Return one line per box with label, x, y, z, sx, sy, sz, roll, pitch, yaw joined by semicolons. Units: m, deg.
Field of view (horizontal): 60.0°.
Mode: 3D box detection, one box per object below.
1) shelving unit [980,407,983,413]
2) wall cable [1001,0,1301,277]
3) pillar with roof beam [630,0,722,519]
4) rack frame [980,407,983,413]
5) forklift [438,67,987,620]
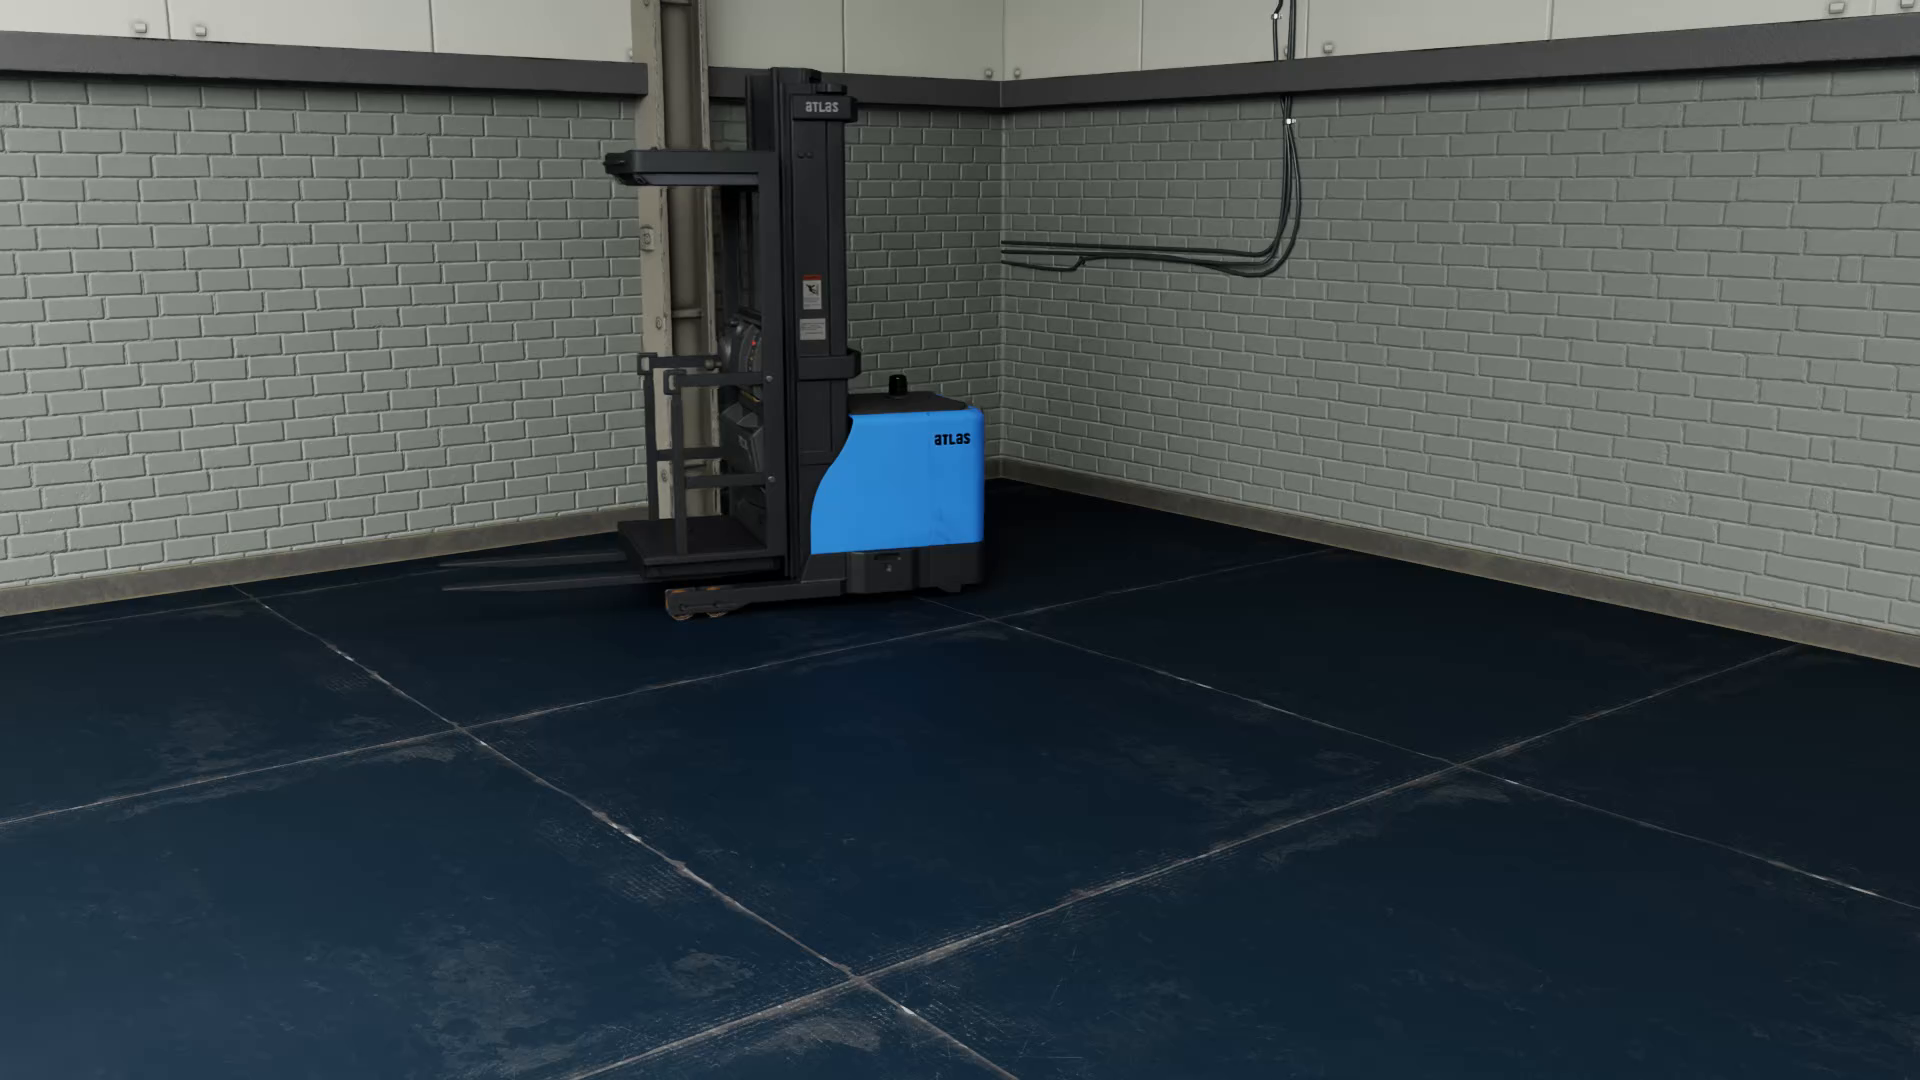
shelving unit;-0.006;-0.439;11.030;0.210;0.900;0.258;-9;15;-38
wall cable;1.216;-3.155;11.796;0.112;2.526;3.097;-9;15;-38
pillar with roof beam;0.779;-3.808;7.395;0.400;9.000;9.100;-9;15;-38
rack frame;0.073;-0.452;11.092;0.006;0.900;0.240;-9;15;-38
forklift;-1.421;-1.120;9.345;3.031;2.935;1.130;-4;13;-18
